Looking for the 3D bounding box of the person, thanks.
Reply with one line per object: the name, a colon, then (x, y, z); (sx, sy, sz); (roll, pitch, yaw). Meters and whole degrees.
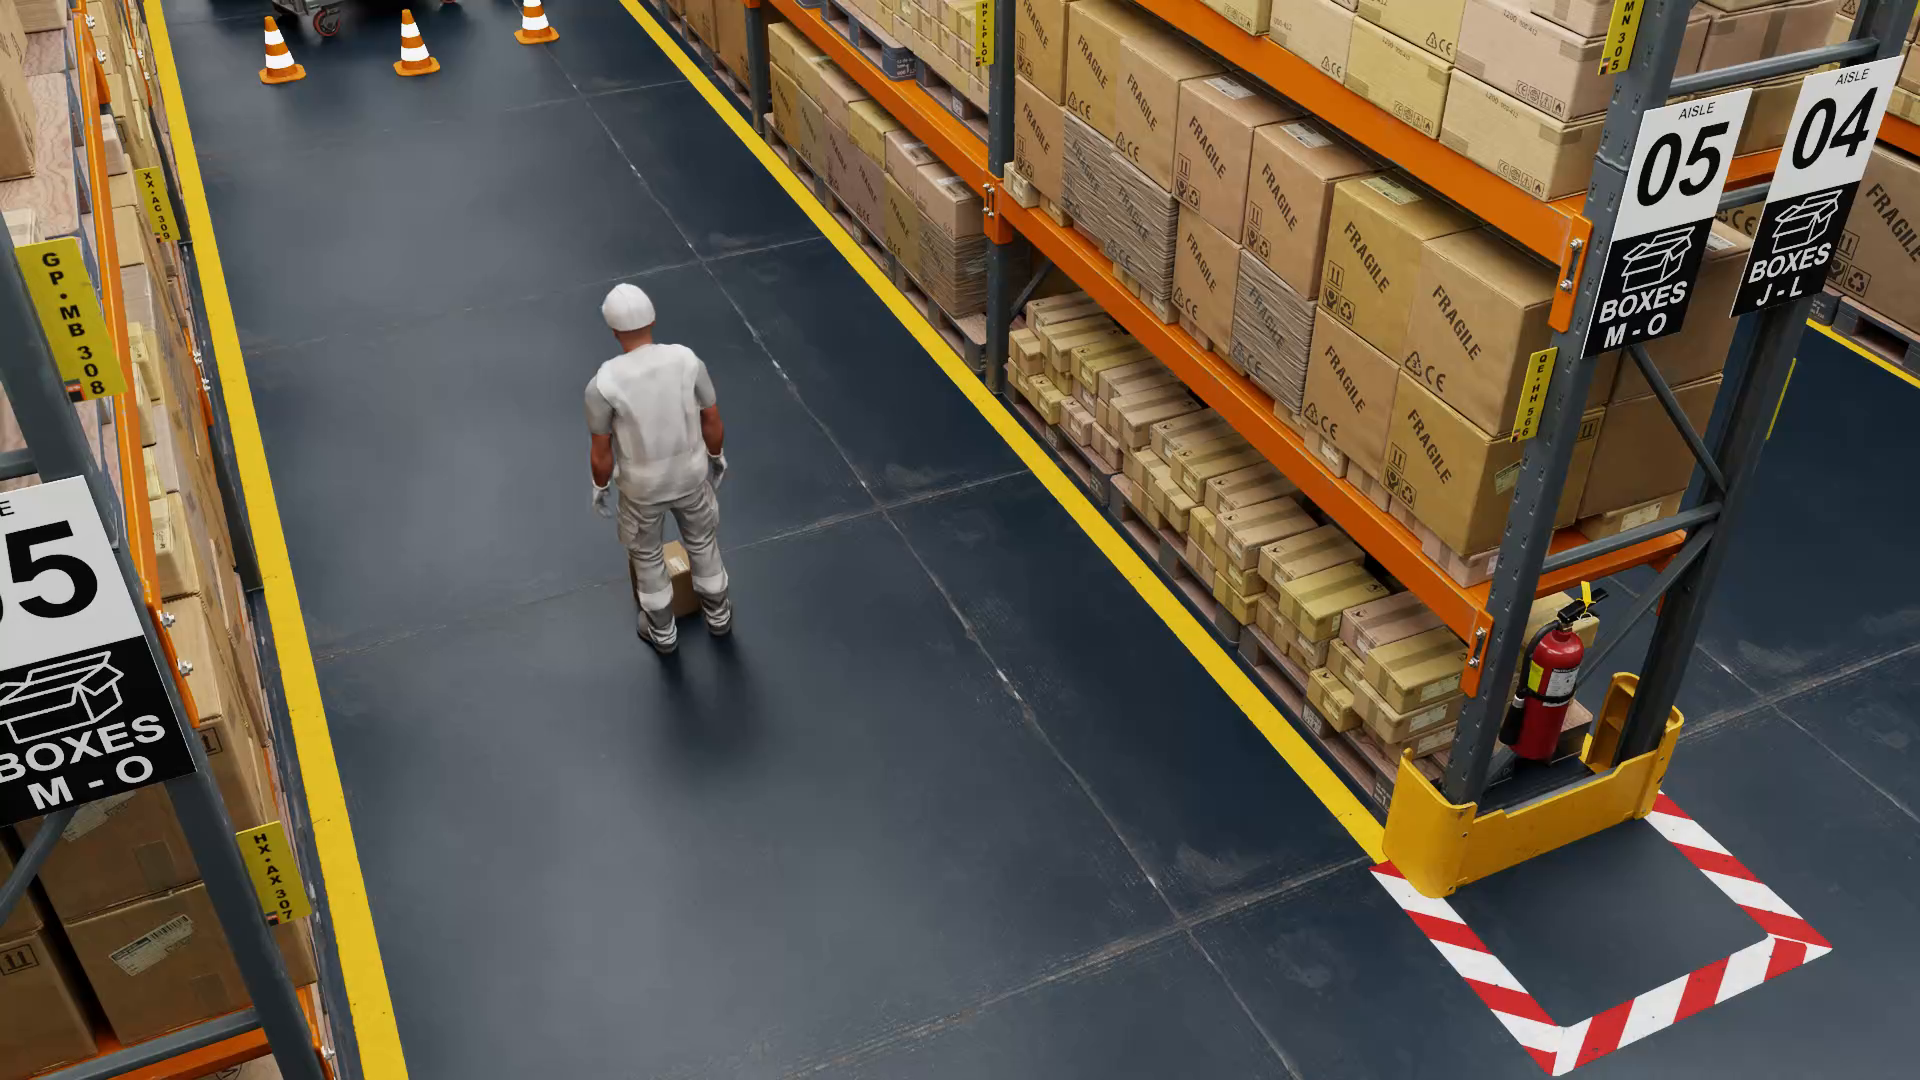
person: (-1.303, -0.284, 7.222); (0.615, 1.778, 0.456); (-16, 40, -20)
